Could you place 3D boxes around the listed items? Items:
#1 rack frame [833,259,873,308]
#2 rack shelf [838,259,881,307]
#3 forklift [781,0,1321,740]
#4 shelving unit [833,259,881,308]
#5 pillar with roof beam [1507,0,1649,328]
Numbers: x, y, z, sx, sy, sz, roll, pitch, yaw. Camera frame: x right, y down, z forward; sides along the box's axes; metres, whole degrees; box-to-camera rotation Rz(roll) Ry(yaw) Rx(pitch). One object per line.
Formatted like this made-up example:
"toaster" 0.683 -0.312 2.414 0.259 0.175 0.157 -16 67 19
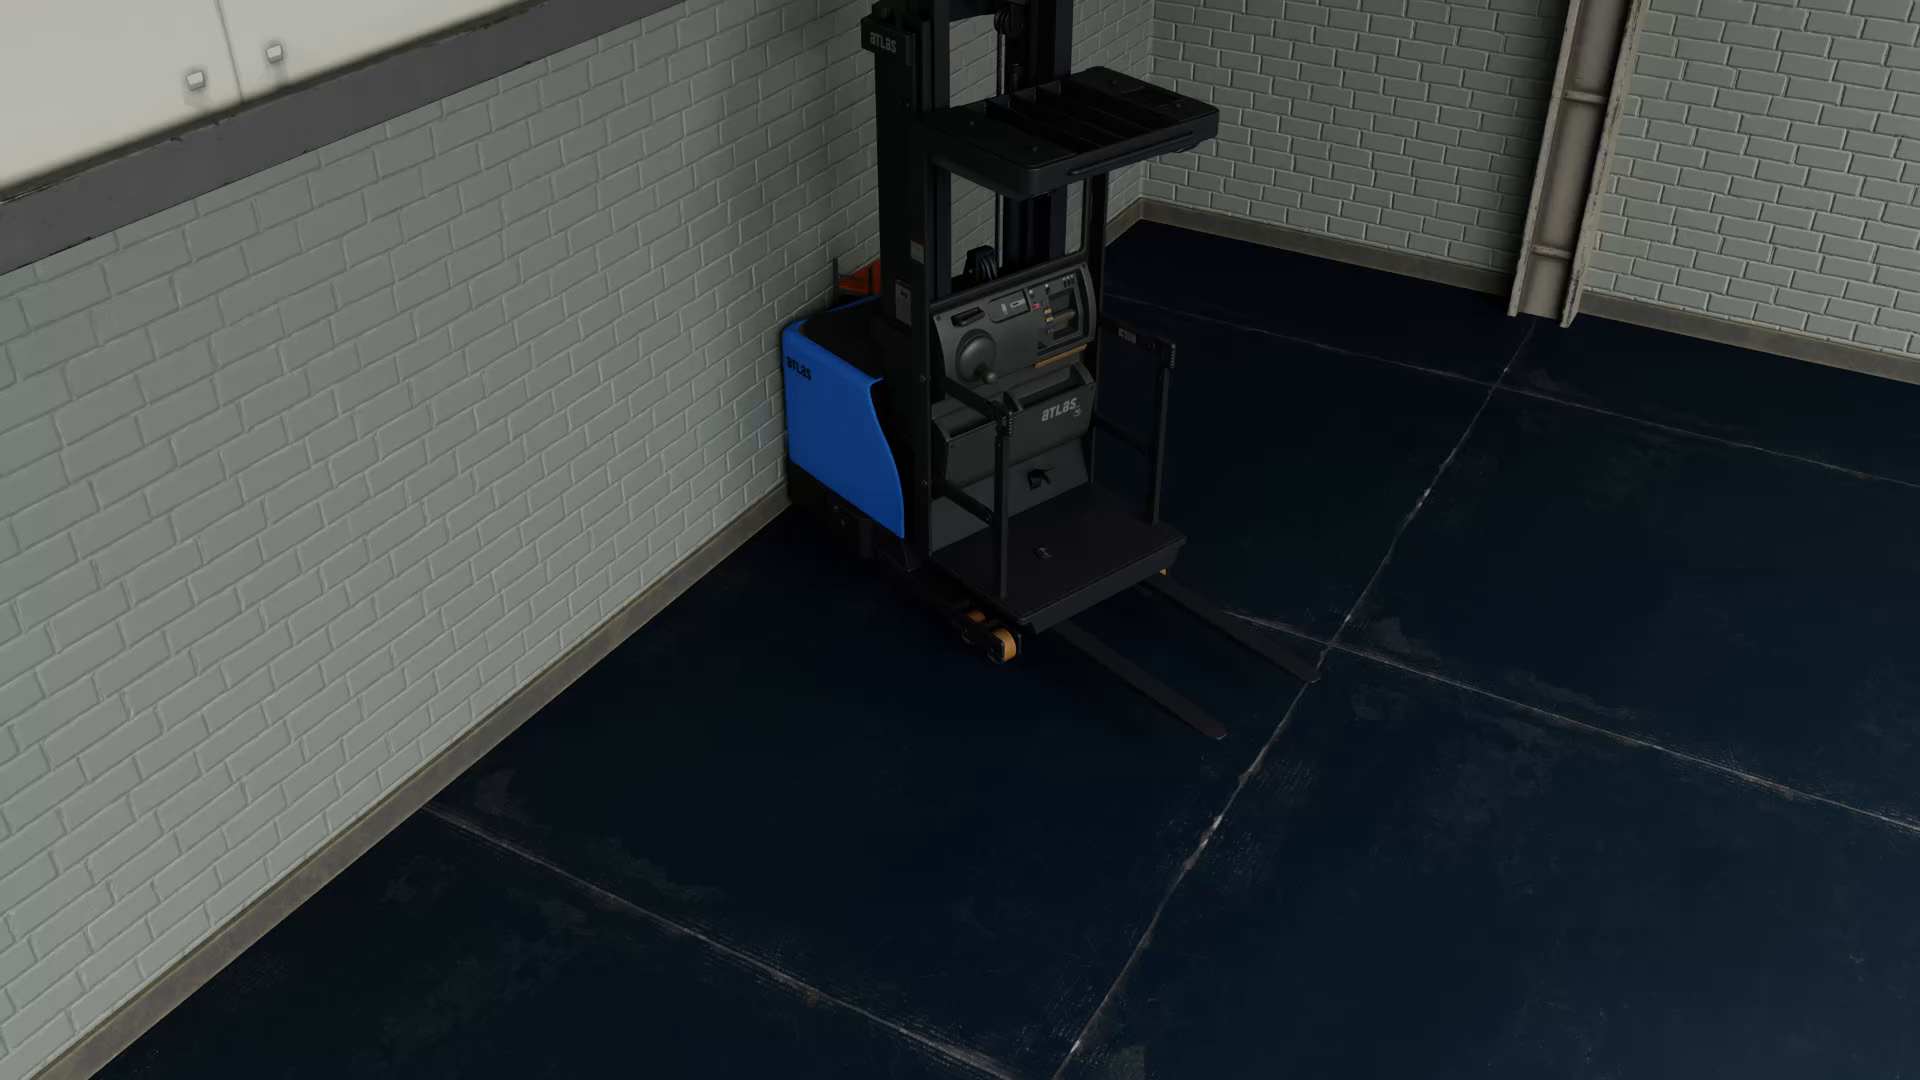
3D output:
"rack frame" -0.568 -0.931 9.015 0.240 1.200 0.015 16 33 25
"rack shelf" -0.445 -1.377 9.006 0.258 0.148 0.480 16 33 25
"forklift" 0.397 -0.952 7.535 1.130 2.935 3.031 -24 41 -32
"shelving unit" -0.449 -1.035 9.200 0.258 1.200 0.503 16 33 25
"pillar with roof beam" 1.723 -3.183 5.410 0.400 9.000 9.100 18 37 24
